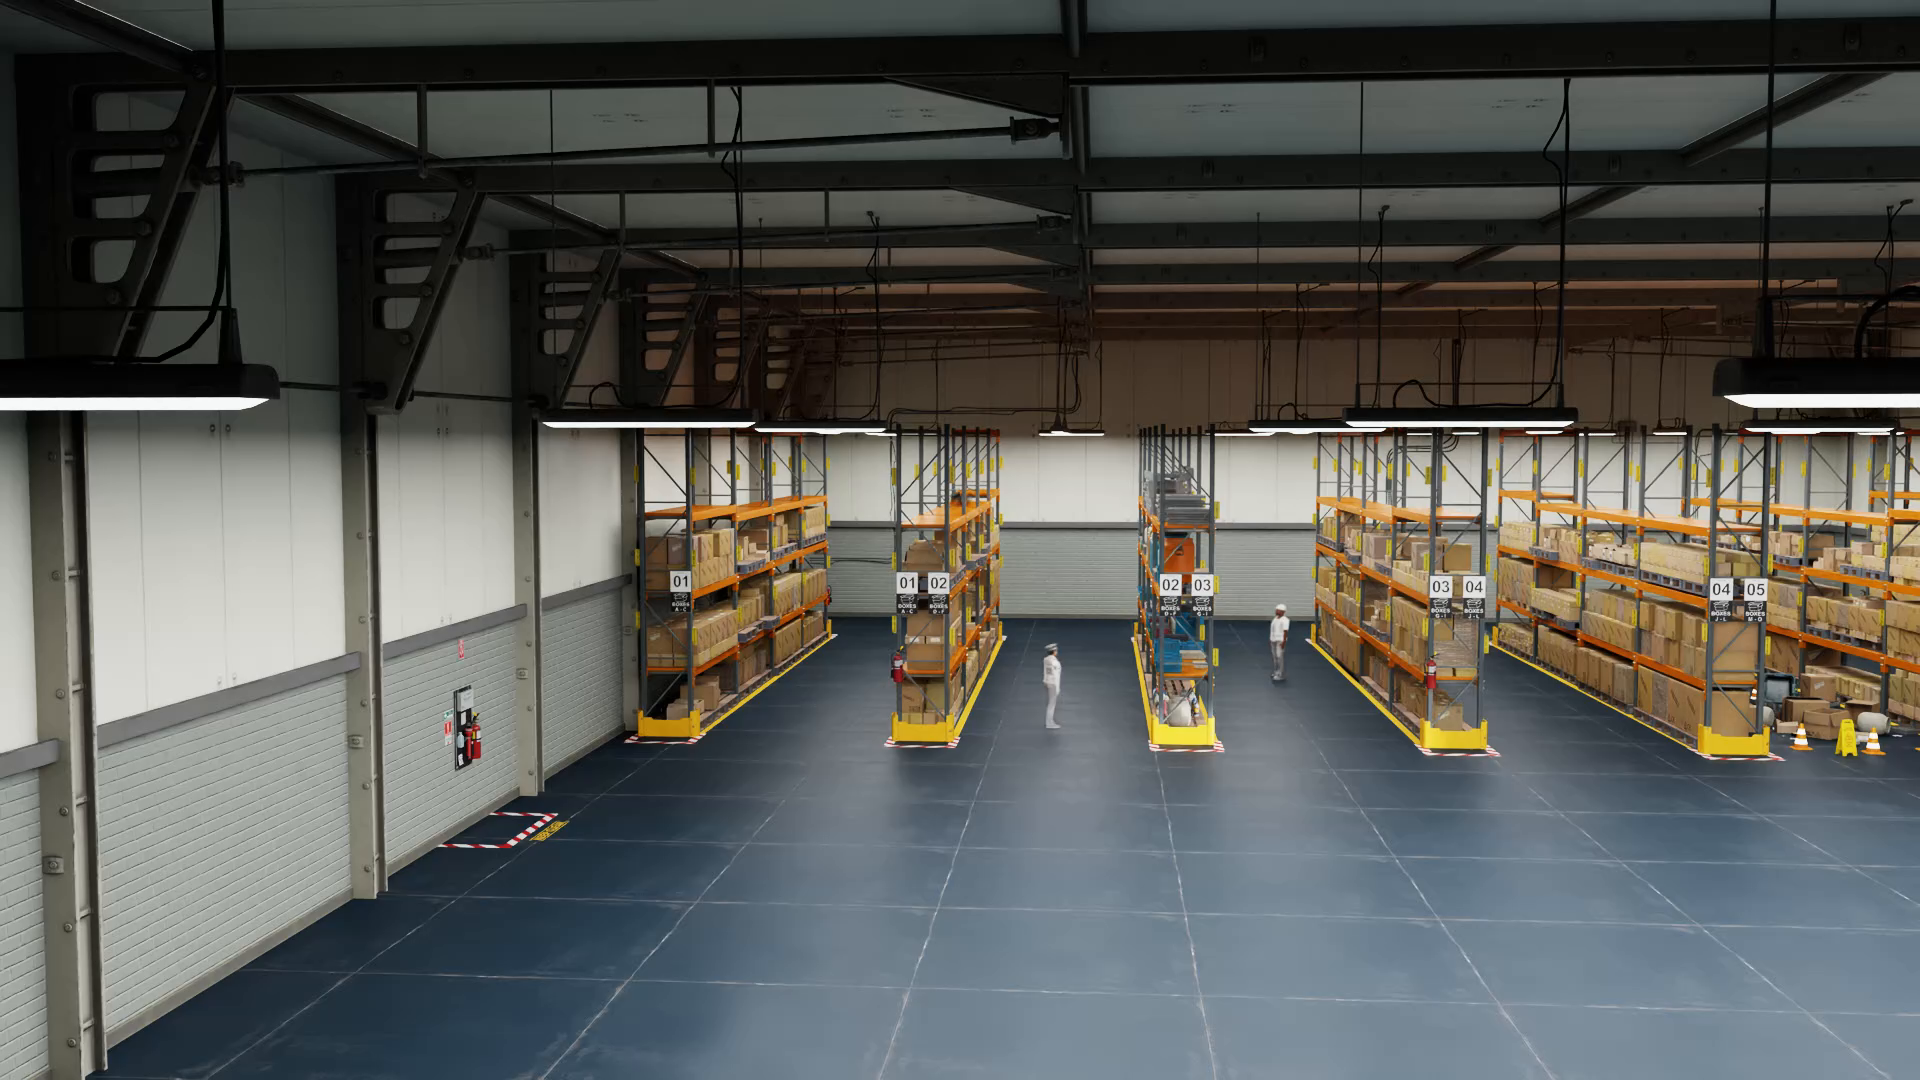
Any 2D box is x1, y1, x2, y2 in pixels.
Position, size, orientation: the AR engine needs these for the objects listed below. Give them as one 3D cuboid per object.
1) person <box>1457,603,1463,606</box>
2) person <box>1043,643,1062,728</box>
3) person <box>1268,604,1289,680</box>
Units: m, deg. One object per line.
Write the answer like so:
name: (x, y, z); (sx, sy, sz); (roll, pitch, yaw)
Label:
person: (14.075, 2.082, 46.964); (0.804, 1.538, 0.450); (-2, 4, -31)
person: (1.867, 2.900, 32.902); (0.407, 1.721, 0.535); (-1, 4, -19)
person: (7.557, 2.430, 39.813); (0.606, 1.778, 0.612); (-2, 4, -35)
